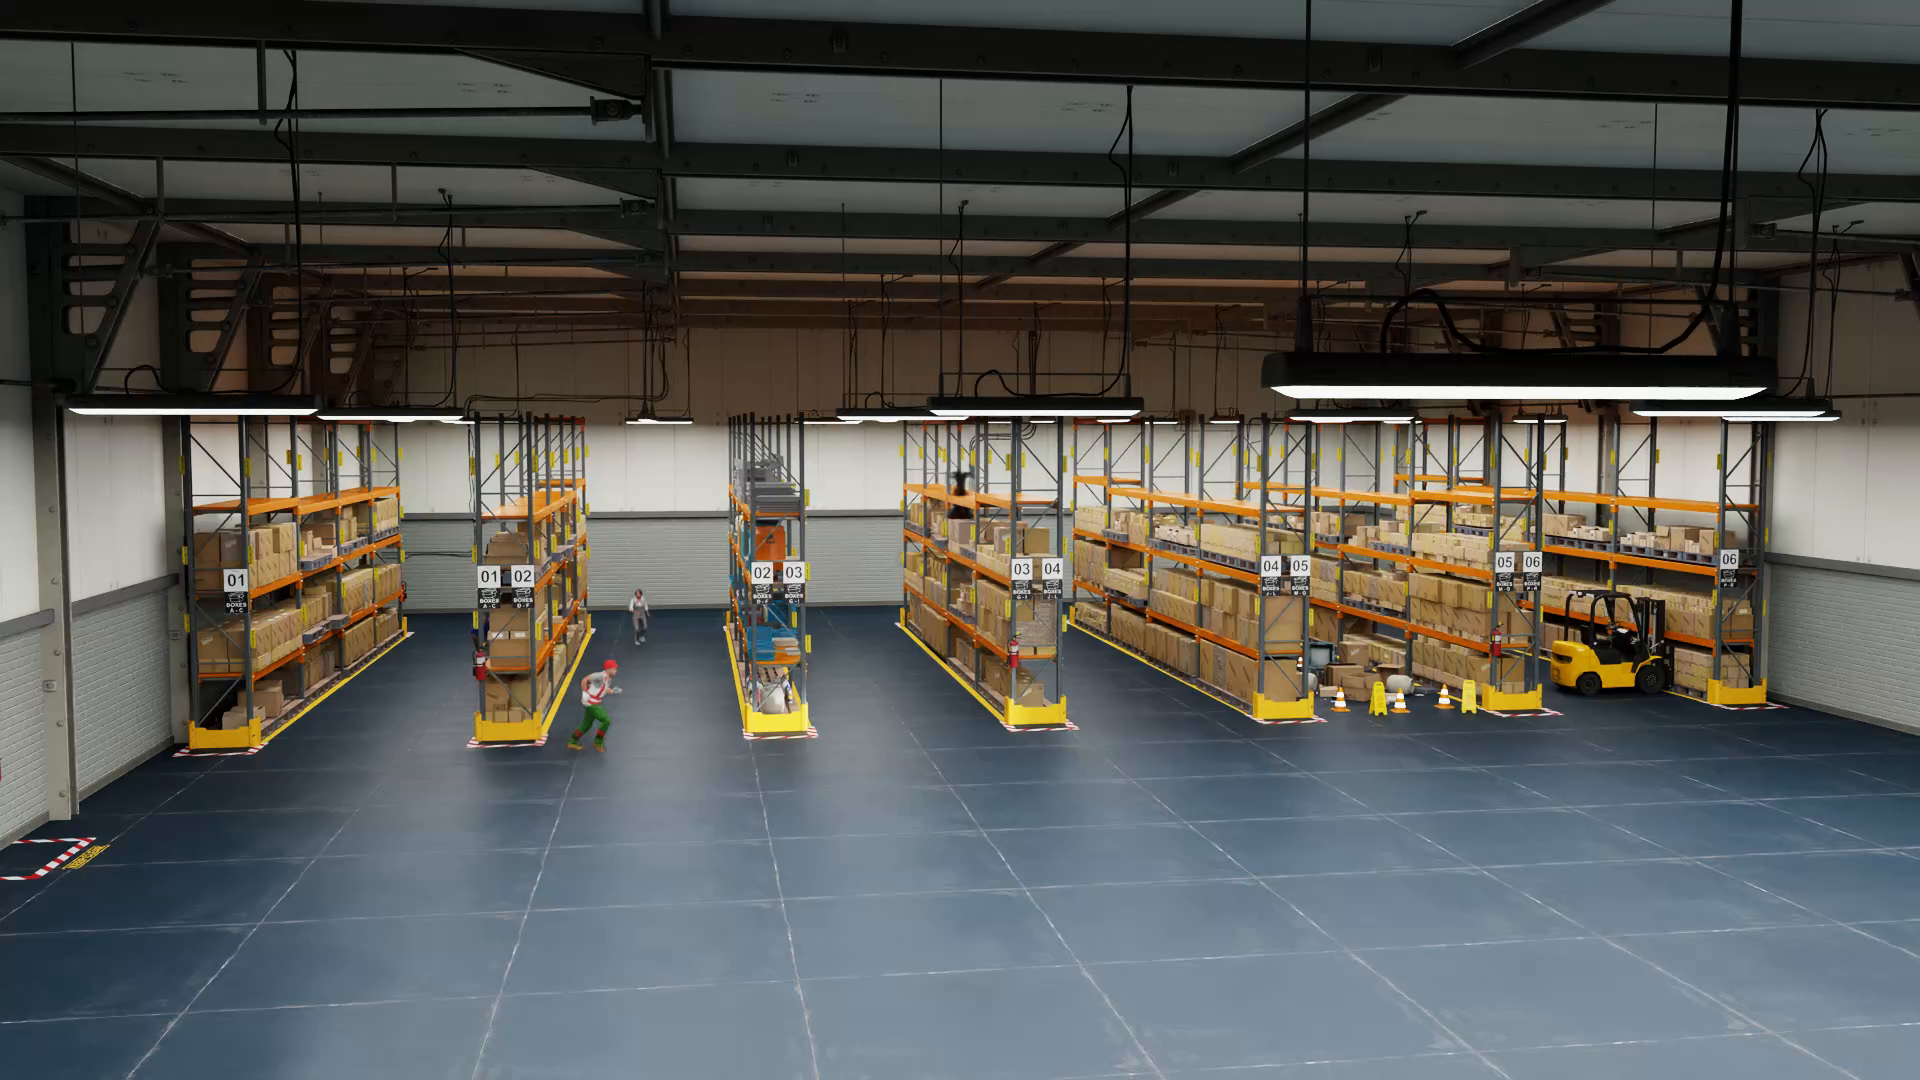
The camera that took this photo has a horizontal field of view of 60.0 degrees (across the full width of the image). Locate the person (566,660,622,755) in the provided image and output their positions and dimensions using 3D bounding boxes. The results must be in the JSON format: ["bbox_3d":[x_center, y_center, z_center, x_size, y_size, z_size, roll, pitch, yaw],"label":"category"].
[{"bbox_3d":[-6.425,2.936,29.060,0.996,1.702,0.715,1,4,9],"label":"person"}]

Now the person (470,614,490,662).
[{"bbox_3d":[-11.151,2.392,38.715,0.558,1.455,1.087,-2,4,-26],"label":"person"}]

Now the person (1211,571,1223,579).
[{"bbox_3d":[8.098,1.457,51.510,0.957,1.624,0.607,-2,4,-22],"label":"person"}]

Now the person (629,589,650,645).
[{"bbox_3d":[-8.366,2.025,43.461,0.579,1.495,0.733,-2,4,-22],"label":"person"}]
